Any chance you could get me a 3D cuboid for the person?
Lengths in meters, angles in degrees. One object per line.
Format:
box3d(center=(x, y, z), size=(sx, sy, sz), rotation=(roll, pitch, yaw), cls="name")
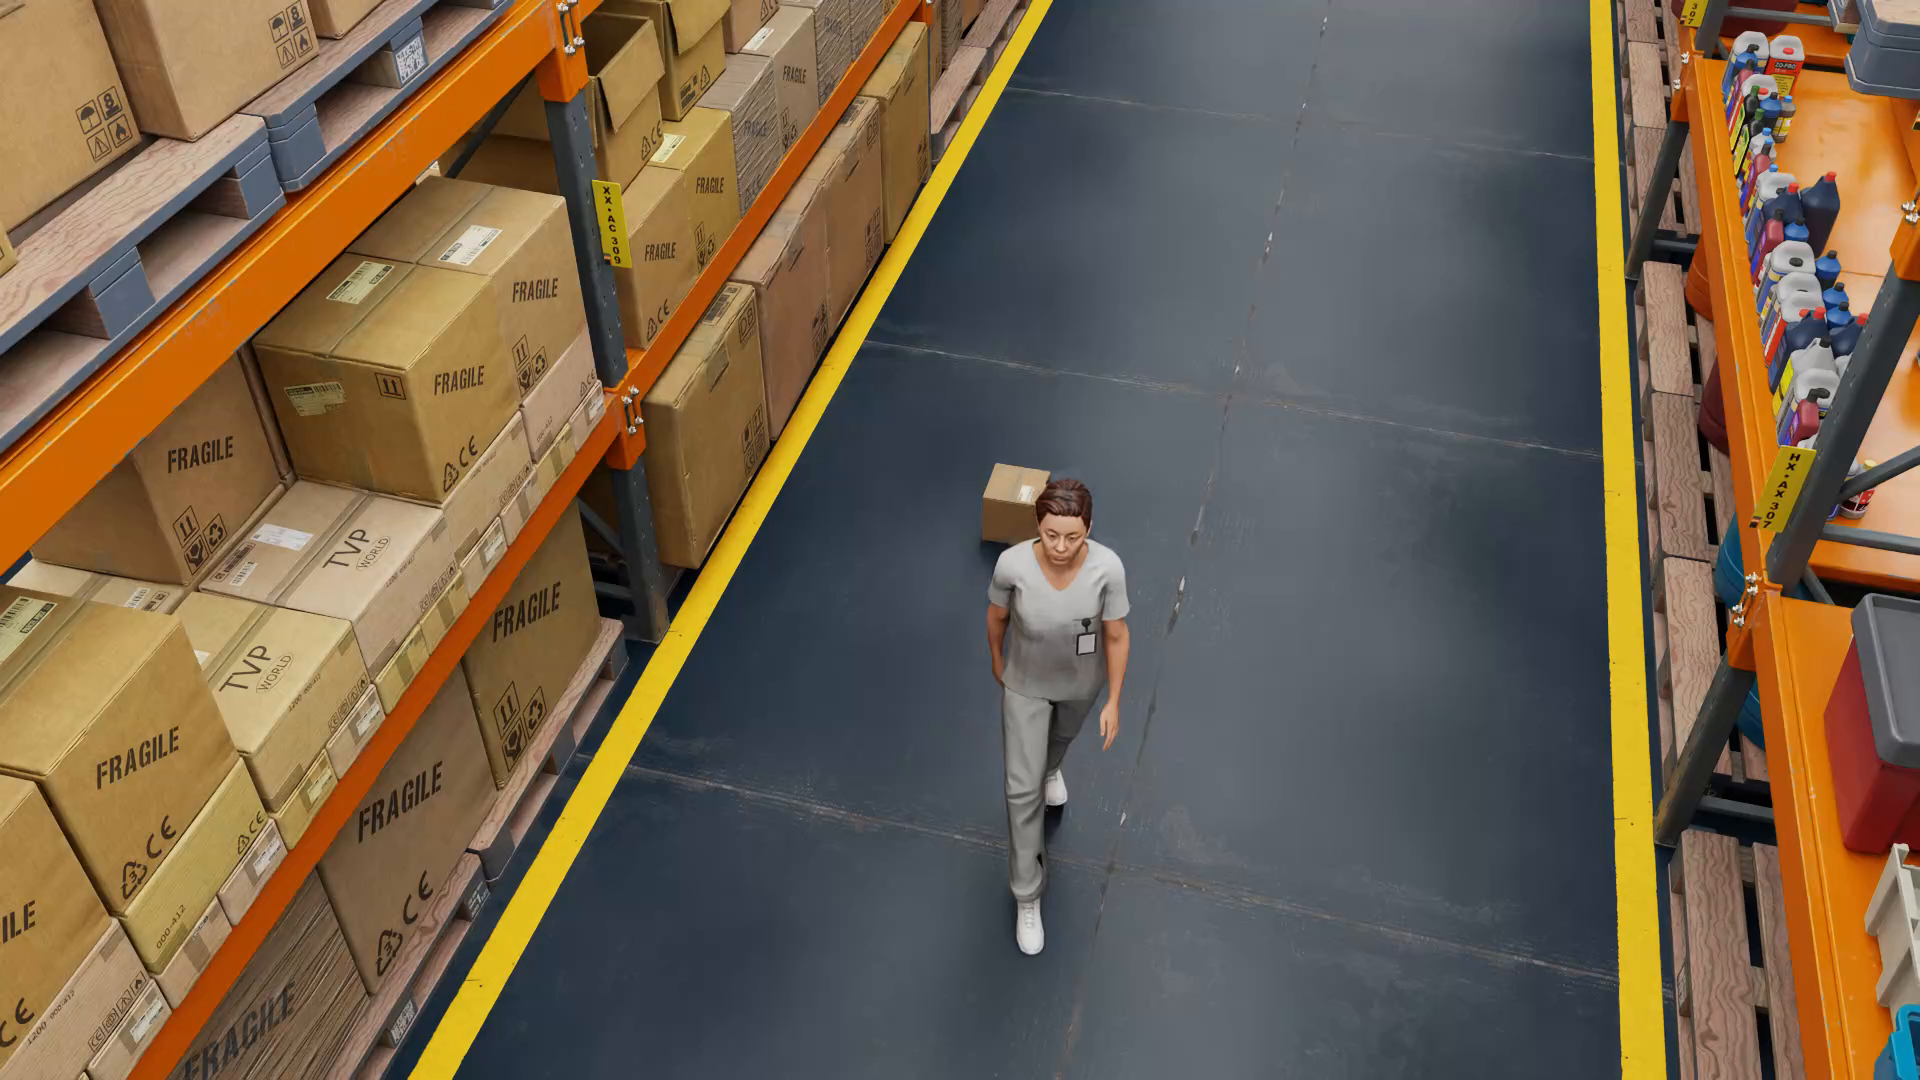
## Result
box3d(center=(0.328, 0.515, 5.554), size=(0.456, 1.638, 0.932), rotation=(-3, 41, -3), cls="person")
